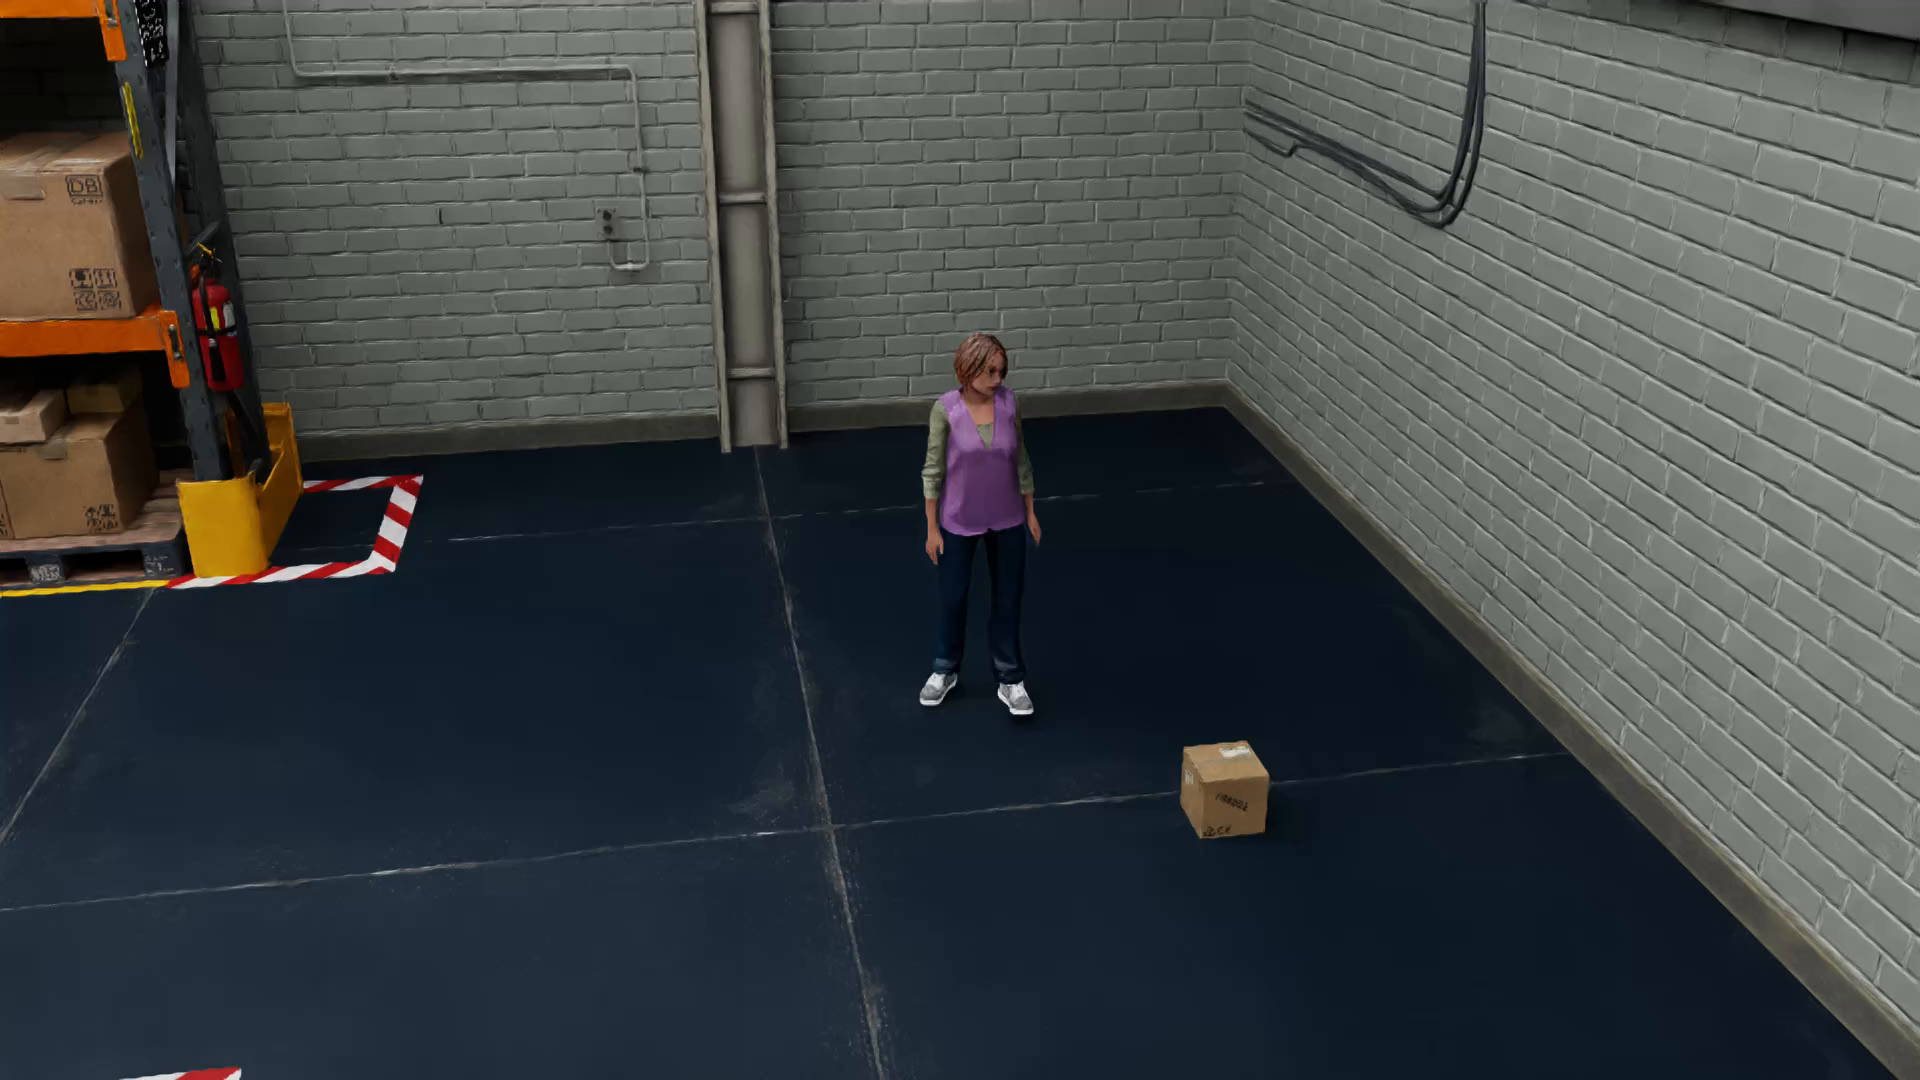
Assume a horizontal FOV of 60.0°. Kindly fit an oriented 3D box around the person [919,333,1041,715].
[{"bbox_3d":[0.085,-0.050,6.666,0.511,1.594,0.456,-6,24,-13],"label":"person"}]
